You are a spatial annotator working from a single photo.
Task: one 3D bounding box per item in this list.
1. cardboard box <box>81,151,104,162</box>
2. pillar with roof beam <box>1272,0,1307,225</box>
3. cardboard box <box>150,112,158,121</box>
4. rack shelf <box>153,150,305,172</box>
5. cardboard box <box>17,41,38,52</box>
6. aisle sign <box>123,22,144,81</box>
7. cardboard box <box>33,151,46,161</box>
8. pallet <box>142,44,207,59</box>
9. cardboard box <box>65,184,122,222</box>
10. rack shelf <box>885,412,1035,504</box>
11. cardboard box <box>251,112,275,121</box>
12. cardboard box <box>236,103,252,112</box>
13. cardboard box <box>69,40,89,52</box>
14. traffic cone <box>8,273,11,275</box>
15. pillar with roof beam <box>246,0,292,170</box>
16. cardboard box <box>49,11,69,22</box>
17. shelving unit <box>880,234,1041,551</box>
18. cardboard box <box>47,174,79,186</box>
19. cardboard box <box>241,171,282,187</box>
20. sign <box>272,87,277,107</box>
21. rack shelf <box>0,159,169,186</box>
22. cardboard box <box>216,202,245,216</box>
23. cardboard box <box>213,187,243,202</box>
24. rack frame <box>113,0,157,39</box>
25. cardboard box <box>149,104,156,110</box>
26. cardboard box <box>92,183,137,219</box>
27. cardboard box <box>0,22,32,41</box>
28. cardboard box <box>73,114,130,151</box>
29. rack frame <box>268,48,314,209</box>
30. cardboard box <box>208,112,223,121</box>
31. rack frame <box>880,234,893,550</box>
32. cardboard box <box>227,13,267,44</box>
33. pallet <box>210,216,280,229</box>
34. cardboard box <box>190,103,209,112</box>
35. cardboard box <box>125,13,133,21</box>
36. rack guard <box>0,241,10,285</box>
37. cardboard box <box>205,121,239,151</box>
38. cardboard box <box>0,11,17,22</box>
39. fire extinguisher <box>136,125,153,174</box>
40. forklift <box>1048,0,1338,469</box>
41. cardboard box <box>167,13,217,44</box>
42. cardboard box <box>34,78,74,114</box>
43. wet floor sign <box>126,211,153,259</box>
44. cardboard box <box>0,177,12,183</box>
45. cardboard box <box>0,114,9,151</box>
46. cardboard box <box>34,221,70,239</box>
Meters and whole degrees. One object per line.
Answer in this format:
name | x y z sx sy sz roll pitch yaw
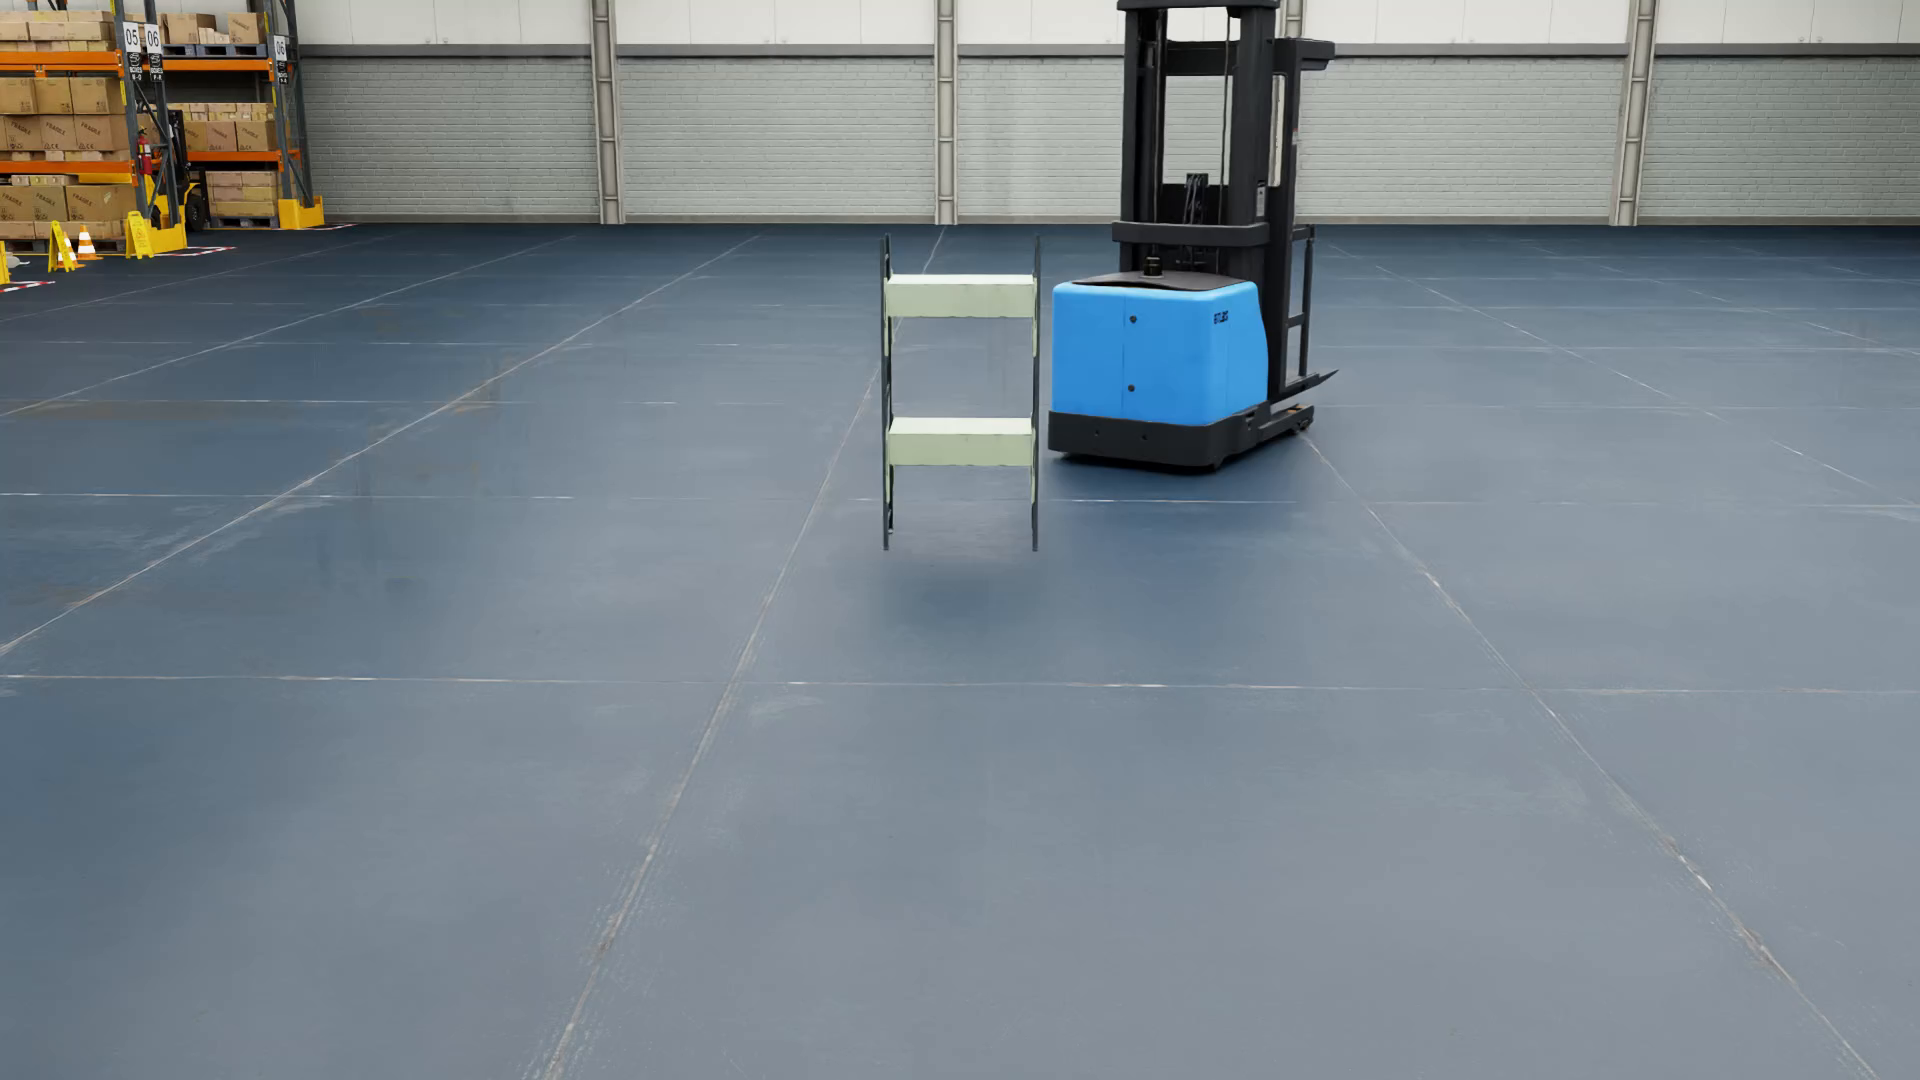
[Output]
cardboard box | -12.327 -5.490 23.761 0.250 0.149 0.380 0 15 1
pillar with roof beam | 5.643 -8.876 24.343 0.400 9.000 9.100 0 15 1
cardboard box | -13.710 -7.260 28.509 0.250 0.149 0.380 0 15 0
rack shelf | -13.567 -6.621 28.967 4.000 0.370 1.077 0 15 1
cardboard box | -13.071 -6.962 23.460 0.250 0.149 0.380 0 15 1
aisle sign | -11.637 -6.873 23.414 0.004 0.787 0.394 0 15 1
cardboard box | -13.093 -5.529 23.908 0.250 0.149 0.380 1 15 2
pallet | -13.497 -8.382 28.524 1.213 0.211 1.003 0 15 1
cardboard box | -12.499 -4.865 23.997 0.500 0.500 0.500 0 15 2
rack shelf | 0.007 -0.410 8.232 0.720 0.370 0.431 0 15 1
cardboard box | -11.922 -7.249 28.468 0.250 0.149 0.380 1 15 2
cardboard box | -12.179 -7.404 28.473 0.250 0.149 0.380 0 15 2
cardboard box | -12.304 -6.943 23.390 0.250 0.149 0.380 0 15 2
traffic cone | -12.211 -3.566 20.950 0.334 0.463 0.336 0 15 1
pillar with roof beam | -12.351 -8.993 24.788 0.400 9.000 9.100 0 15 1
cardboard box | -12.549 -7.340 23.330 0.250 0.149 0.380 0 15 1
shelving unit | 0.007 -0.725 8.149 0.755 1.500 0.431 0 15 1
cardboard box | -12.867 -5.164 23.858 0.250 0.149 0.380 1 15 3
cardboard box | -12.036 -6.237 28.705 0.500 0.250 0.500 1 15 3
sign | -11.596 -7.492 28.124 0.005 0.325 0.100 0 15 1
rack shelf | -13.690 -5.355 24.169 4.000 0.370 1.077 0 15 1
cardboard box | -12.543 -5.758 28.851 0.500 0.250 0.500 0 15 1
cardboard box | -12.564 -6.001 28.792 0.500 0.250 0.500 0 15 1
rack frame | -11.691 -8.591 23.262 0.127 3.000 1.000 0 15 1
cardboard box | -13.716 -7.425 28.552 0.250 0.149 0.380 0 15 2
cardboard box | -12.514 -5.002 24.517 0.500 0.500 0.500 0 15 0
cardboard box | -13.231 -7.152 23.400 0.500 0.250 0.500 1 15 3
cardboard box | -12.241 -5.816 23.724 0.500 0.500 0.500 0 15 0
rack frame | -11.568 -6.956 28.826 0.127 3.000 1.000 0 15 1
cardboard box | -12.683 -7.265 28.528 0.250 0.149 0.380 0 15 1
rack frame | -0.359 -0.728 8.158 0.023 1.500 0.400 0 15 1
cardboard box | -12.017 -8.647 28.139 0.500 0.500 0.500 1 15 3
pallet | -12.334 -5.602 29.160 1.213 0.211 1.003 0 15 1
cardboard box | -12.951 -7.393 28.431 0.250 0.149 0.380 1 15 3
cardboard box | -12.041 -7.459 23.781 0.250 0.149 0.380 0 15 1
rack guard | -11.692 -3.218 19.559 0.348 0.500 1.175 0 15 1
cardboard box | -12.585 -6.946 28.593 0.500 0.500 0.500 1 15 3
cardboard box | -13.307 -7.367 23.431 0.250 0.149 0.380 0 15 0
fire extinguisher | -11.588 -5.535 23.589 0.183 0.674 0.296 0 15 1
forklift | 1.719 -2.165 10.799 1.130 2.935 3.031 9 17 29
cardboard box | -13.038 -8.679 28.261 0.500 0.500 0.700 0 15 2
cardboard box | -12.713 -6.319 23.671 0.500 0.500 0.700 1 15 2
wet floor sign | -11.528 -4.278 23.289 0.232 0.644 0.267 6 16 21
cardboard box | -16.864 -6.045 29.203 0.625 0.625 0.875 0 15 1
cardboard box | -13.747 -5.832 23.787 0.500 0.500 0.500 1 15 2
cardboard box | -13.024 -4.506 24.105 0.500 0.250 0.500 0 15 2
